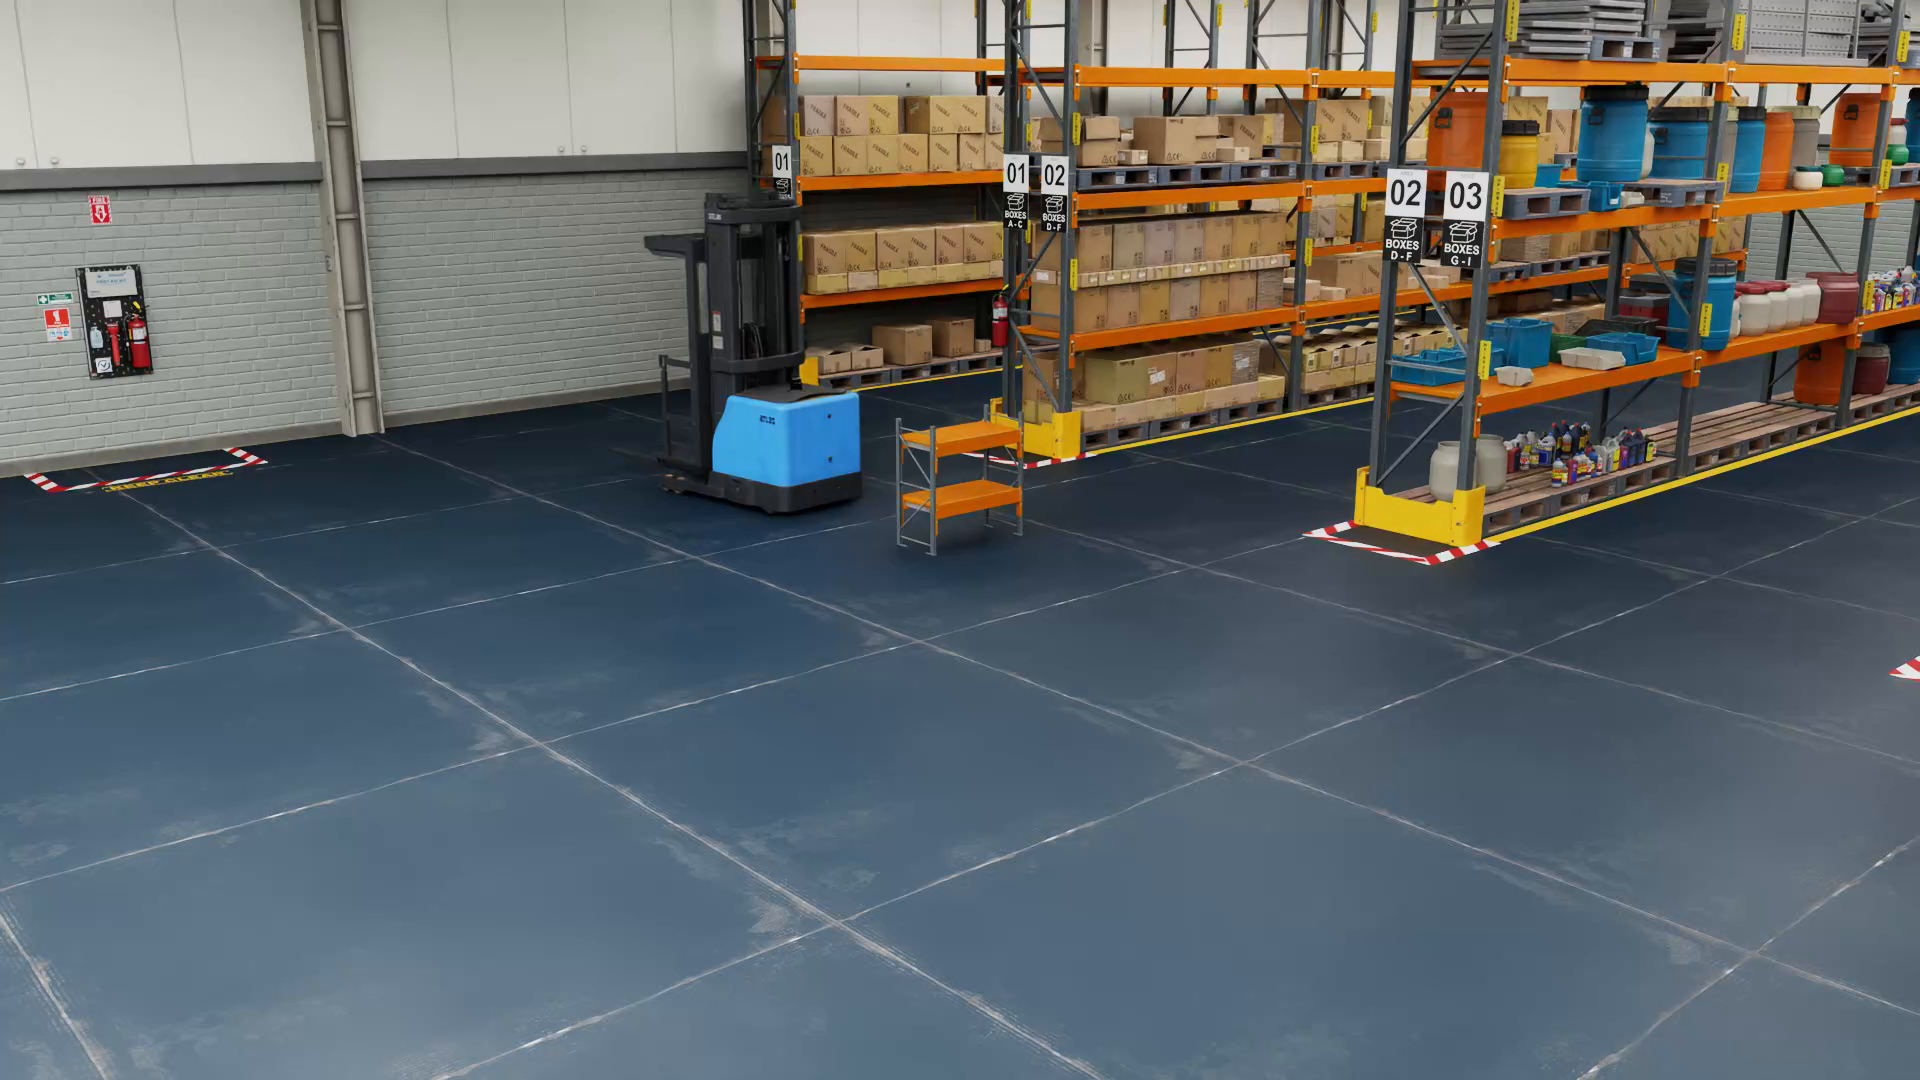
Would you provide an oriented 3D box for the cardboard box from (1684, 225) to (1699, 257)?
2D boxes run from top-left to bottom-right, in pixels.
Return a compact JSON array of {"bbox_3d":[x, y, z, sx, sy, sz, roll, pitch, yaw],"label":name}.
[{"bbox_3d":[11.609,-4.840,26.862,0.500,0.500,0.500,-13,20,-40],"label":"cardboard box"}]

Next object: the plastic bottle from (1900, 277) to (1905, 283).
[{"bbox_3d":[12.369,-3.352,21.870,0.097,0.201,0.097,0,15,0],"label":"plastic bottle"}]

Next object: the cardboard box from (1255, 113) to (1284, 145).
[{"bbox_3d":[5.112,-6.867,27.786,0.500,0.500,0.700,-13,20,-39],"label":"cardboard box"}]

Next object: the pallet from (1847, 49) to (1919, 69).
[{"bbox_3d":[10.695,-5.588,19.372,1.003,0.211,1.213,-13,19,-39],"label":"pallet"}]

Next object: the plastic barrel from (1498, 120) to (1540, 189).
[{"bbox_3d":[4.872,-3.463,14.911,0.600,0.588,0.600,0,15,0],"label":"plastic barrel"}]

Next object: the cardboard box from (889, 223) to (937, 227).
[{"bbox_3d":[-0.654,-4.199,23.455,0.500,0.500,0.500,-12,19,-38],"label":"cardboard box"}]

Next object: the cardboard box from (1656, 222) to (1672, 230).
[{"bbox_3d":[10.829,-5.144,26.064,0.500,0.500,0.500,-13,20,-41],"label":"cardboard box"}]

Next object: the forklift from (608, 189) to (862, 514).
[{"bbox_3d":[-2.368,-1.958,16.399,3.031,2.935,1.130,14,20,41],"label":"forklift"}]

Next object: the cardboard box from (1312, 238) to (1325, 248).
[{"bbox_3d":[6.015,-5.101,28.482,0.250,0.149,0.380,-13,19,-39],"label":"cardboard box"}]

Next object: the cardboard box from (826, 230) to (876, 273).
[{"bbox_3d":[-1.471,-3.835,22.092,0.500,0.500,0.500,-13,19,-39],"label":"cardboard box"}]

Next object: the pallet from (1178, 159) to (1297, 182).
[{"bbox_3d":[3.238,-4.402,19.775,1.213,0.211,1.003,-13,19,-39],"label":"pallet"}]

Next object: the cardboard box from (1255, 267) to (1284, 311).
[{"bbox_3d":[3.534,-3.117,20.412,0.500,0.500,0.700,-13,20,-41],"label":"cardboard box"}]

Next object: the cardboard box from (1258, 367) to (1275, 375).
[{"bbox_3d":[3.987,-2.146,21.486,0.500,0.250,0.500,-13,20,-40],"label":"cardboard box"}]

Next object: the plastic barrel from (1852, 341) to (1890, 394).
[{"bbox_3d":[11.341,-2.173,20.931,0.708,0.588,0.600,-13,19,-39],"label":"plastic barrel"}]

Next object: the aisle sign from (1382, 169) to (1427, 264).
[{"bbox_3d":[3.847,-2.804,14.397,0.004,0.787,0.394,-13,19,-39],"label":"aisle sign"}]

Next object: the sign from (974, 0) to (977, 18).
[{"bbox_3d":[0.241,-7.642,23.804,0.005,0.325,0.100,-13,19,-39],"label":"sign"}]

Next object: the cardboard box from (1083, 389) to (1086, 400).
[{"bbox_3d":[1.427,-1.577,19.356,0.500,0.250,0.500,-13,19,-39],"label":"cardboard box"}]

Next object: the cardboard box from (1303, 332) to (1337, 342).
[{"bbox_3d":[4.748,-2.588,22.054,0.500,0.311,0.500,-13,20,-40],"label":"cardboard box"}]

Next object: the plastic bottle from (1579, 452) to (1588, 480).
[{"bbox_3d":[6.002,-0.718,16.060,0.097,0.271,0.097,0,15,0],"label":"plastic bottle"}]

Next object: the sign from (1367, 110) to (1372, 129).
[{"bbox_3d":[7.009,-7.211,28.509,0.005,0.325,0.100,-13,19,-39],"label":"sign"}]

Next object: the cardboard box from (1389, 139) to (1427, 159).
[{"bbox_3d":[5.754,-5.127,21.797,0.500,0.250,0.500,-13,20,-40],"label":"cardboard box"}]

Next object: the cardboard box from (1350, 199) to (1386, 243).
[{"bbox_3d":[7.065,-5.697,29.686,0.700,0.700,0.980,-12,19,-39],"label":"cardboard box"}]

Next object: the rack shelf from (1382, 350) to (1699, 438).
[{"bbox_3d":[5.605,-1.493,15.923,4.000,0.370,1.077,-13,19,-39],"label":"rack shelf"}]

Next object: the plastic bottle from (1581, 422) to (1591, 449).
[{"bbox_3d":[6.585,-1.106,17.511,0.097,0.271,0.097,0,15,0],"label":"plastic bottle"}]

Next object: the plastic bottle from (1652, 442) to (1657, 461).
[{"bbox_3d":[7.044,-0.918,16.945,0.097,0.201,0.097,0,15,0],"label":"plastic bottle"}]

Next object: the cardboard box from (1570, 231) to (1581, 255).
[{"bbox_3d":[8.918,-4.586,25.097,0.500,0.500,0.700,-9,17,-31],"label":"cardboard box"}]

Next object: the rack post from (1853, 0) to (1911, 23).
[{"bbox_3d":[10.654,-6.156,19.360,0.986,0.289,0.624,-13,19,-39],"label":"rack post"}]

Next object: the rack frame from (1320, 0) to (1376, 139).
[{"bbox_3d":[6.645,-8.362,28.618,0.127,3.000,1.000,-13,19,-39],"label":"rack frame"}]

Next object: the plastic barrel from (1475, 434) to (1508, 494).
[{"bbox_3d":[4.920,-0.714,15.619,0.421,0.512,0.421,0,15,0],"label":"plastic barrel"}]

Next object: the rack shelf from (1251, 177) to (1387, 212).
[{"bbox_3d":[5.373,-4.585,21.685,4.000,0.370,1.077,-13,19,-39],"label":"rack shelf"}]

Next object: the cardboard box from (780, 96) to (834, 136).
[{"bbox_3d":[-1.958,-5.439,21.318,0.500,0.500,0.500,14,21,43],"label":"cardboard box"}]

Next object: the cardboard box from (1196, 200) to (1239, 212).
[{"bbox_3d":[4.161,-5.382,26.823,0.500,0.250,0.500,-12,19,-38],"label":"cardboard box"}]

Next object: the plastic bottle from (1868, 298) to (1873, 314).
[{"bbox_3d":[10.775,-2.820,19.744,0.097,0.271,0.097,0,15,0],"label":"plastic bottle"}]

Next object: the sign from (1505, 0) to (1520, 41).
[{"bbox_3d":[4.454,-4.192,13.410,0.005,0.325,0.100,-13,19,-39],"label":"sign"}]

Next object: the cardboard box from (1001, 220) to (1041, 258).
[{"bbox_3d":[1.016,-4.449,24.547,0.500,0.500,0.700,-13,19,-39],"label":"cardboard box"}]

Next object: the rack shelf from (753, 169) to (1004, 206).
[{"bbox_3d":[-0.899,-4.871,22.756,4.000,0.370,1.077,-13,19,-39],"label":"rack shelf"}]

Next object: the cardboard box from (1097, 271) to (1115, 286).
[{"bbox_3d":[1.482,-2.899,18.339,0.250,0.149,0.380,-13,20,-41],"label":"cardboard box"}]

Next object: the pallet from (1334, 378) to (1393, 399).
[{"bbox_3d":[5.316,-2.138,22.344,1.213,0.211,1.003,-13,19,-39],"label":"pallet"}]

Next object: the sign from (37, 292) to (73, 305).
[{"bbox_3d":[-9.338,-2.489,17.160,0.331,0.109,0.001,-13,19,-39],"label":"sign"}]

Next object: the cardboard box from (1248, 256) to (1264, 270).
[{"bbox_3d":[3.416,-3.332,19.962,0.250,0.149,0.380,-13,20,-41],"label":"cardboard box"}]

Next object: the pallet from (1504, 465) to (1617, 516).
[{"bbox_3d":[5.659,-0.519,16.285,1.213,0.211,1.003,-13,19,-39],"label":"pallet"}]

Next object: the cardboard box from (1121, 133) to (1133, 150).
[{"bbox_3d":[1.962,-4.484,19.001,0.500,0.311,0.500,-10,18,-33],"label":"cardboard box"}]

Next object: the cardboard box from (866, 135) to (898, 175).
[{"bbox_3d":[-1.174,-5.119,22.056,0.500,0.500,0.500,-12,19,-37],"label":"cardboard box"}]

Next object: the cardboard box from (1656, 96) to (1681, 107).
[{"bbox_3d":[10.712,-6.627,25.805,0.500,0.500,0.700,-13,19,-39],"label":"cardboard box"}]

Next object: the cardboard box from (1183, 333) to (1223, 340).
[{"bbox_3d":[2.937,-2.278,20.526,0.500,0.500,0.500,-13,19,-39],"label":"cardboard box"}]

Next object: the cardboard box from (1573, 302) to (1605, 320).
[{"bbox_3d":[9.715,-3.365,25.528,0.500,0.500,0.500,-13,20,-40],"label":"cardboard box"}]

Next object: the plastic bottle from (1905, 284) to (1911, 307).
[{"bbox_3d":[11.646,-3.016,20.476,0.097,0.271,0.097,0,15,0],"label":"plastic bottle"}]

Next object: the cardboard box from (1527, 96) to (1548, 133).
[{"bbox_3d":[7.985,-6.048,23.637,0.500,0.500,0.500,-13,19,-39],"label":"cardboard box"}]

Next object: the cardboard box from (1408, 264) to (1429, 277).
[{"bbox_3d":[6.080,-3.666,22.833,0.500,0.311,0.500,-13,20,-40],"label":"cardboard box"}]

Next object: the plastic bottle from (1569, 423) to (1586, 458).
[{"bbox_3d":[6.327,-1.029,17.069,0.185,0.351,0.144,-13,19,-39],"label":"plastic bottle"}]

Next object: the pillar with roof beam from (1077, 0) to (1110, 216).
[{"bbox_3d":[4.905,-6.795,22.750,0.400,9.000,9.100,-13,19,-39],"label":"pillar with roof beam"}]

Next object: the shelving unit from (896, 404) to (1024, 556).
[{"bbox_3d":[0.005,-0.545,14.609,1.048,1.125,0.538,-13,19,-39],"label":"shelving unit"}]

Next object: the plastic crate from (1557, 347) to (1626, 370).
[{"bbox_3d":[6.055,-1.728,15.918,0.437,0.136,0.530,-13,19,-39],"label":"plastic crate"}]

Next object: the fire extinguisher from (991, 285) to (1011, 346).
[{"bbox_3d":[0.453,-2.500,18.447,0.183,0.674,0.296,-13,19,-39],"label":"fire extinguisher"}]

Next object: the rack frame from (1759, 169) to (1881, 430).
[{"bbox_3d":[10.131,-2.857,19.635,0.127,3.000,1.000,-13,19,-39],"label":"rack frame"}]
